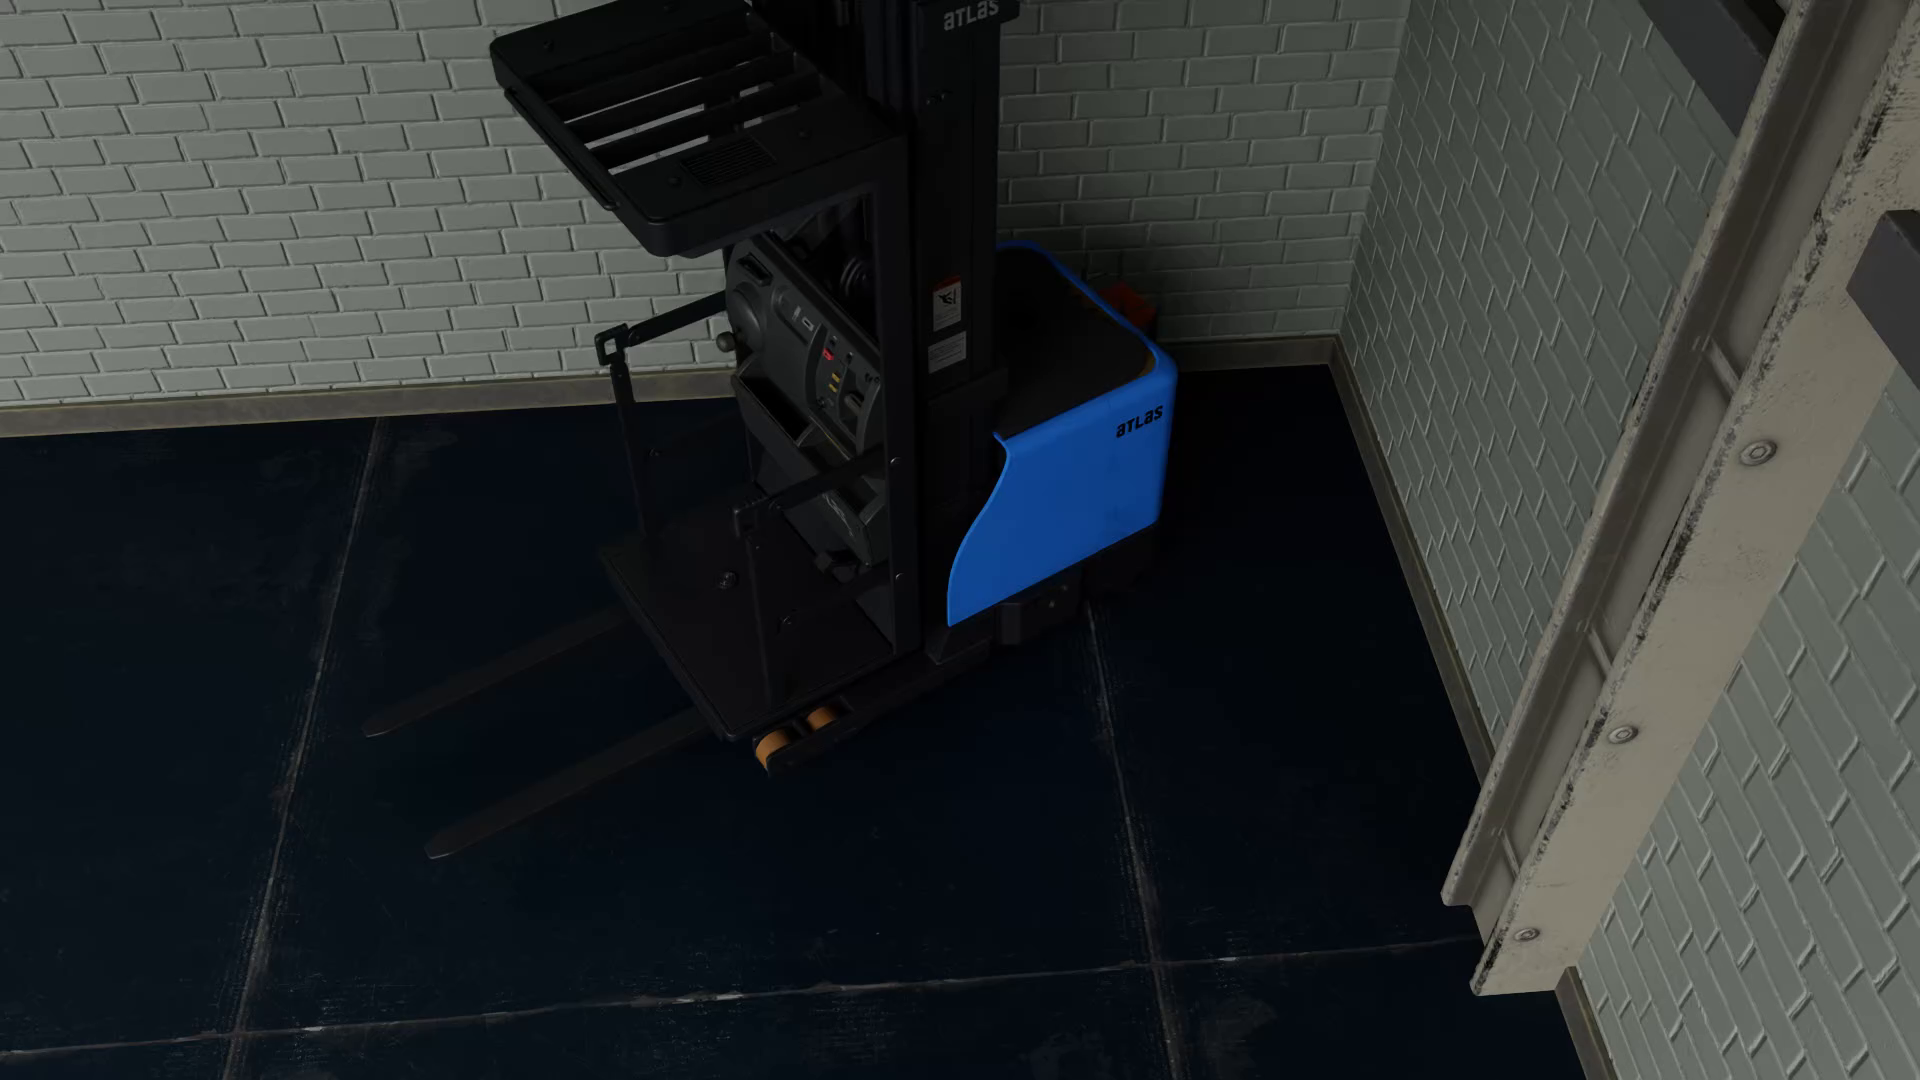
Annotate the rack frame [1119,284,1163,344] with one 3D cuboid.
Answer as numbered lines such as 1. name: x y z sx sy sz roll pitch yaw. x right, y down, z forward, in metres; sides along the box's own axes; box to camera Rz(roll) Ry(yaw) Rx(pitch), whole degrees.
1. rack frame: 0.692 -0.580 6.713 0.200 1.050 0.008 -26 52 -22

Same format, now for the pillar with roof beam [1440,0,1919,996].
1. pillar with roof beam: -2.463 -1.487 2.097 9.100 9.000 0.400 -3 47 -3

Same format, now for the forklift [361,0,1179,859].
1. forklift: -0.699 -0.598 5.434 3.031 2.935 1.130 -26 52 -22

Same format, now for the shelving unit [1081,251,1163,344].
1. shelving unit: 0.624 -0.653 6.782 0.215 1.050 0.252 -26 52 -22

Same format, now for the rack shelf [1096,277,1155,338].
1. rack shelf: 0.624 -0.841 6.584 0.215 0.259 0.240 -26 52 -22

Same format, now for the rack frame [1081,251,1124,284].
1. rack frame: 0.556 -0.727 6.852 0.200 1.050 0.008 -26 52 -22
